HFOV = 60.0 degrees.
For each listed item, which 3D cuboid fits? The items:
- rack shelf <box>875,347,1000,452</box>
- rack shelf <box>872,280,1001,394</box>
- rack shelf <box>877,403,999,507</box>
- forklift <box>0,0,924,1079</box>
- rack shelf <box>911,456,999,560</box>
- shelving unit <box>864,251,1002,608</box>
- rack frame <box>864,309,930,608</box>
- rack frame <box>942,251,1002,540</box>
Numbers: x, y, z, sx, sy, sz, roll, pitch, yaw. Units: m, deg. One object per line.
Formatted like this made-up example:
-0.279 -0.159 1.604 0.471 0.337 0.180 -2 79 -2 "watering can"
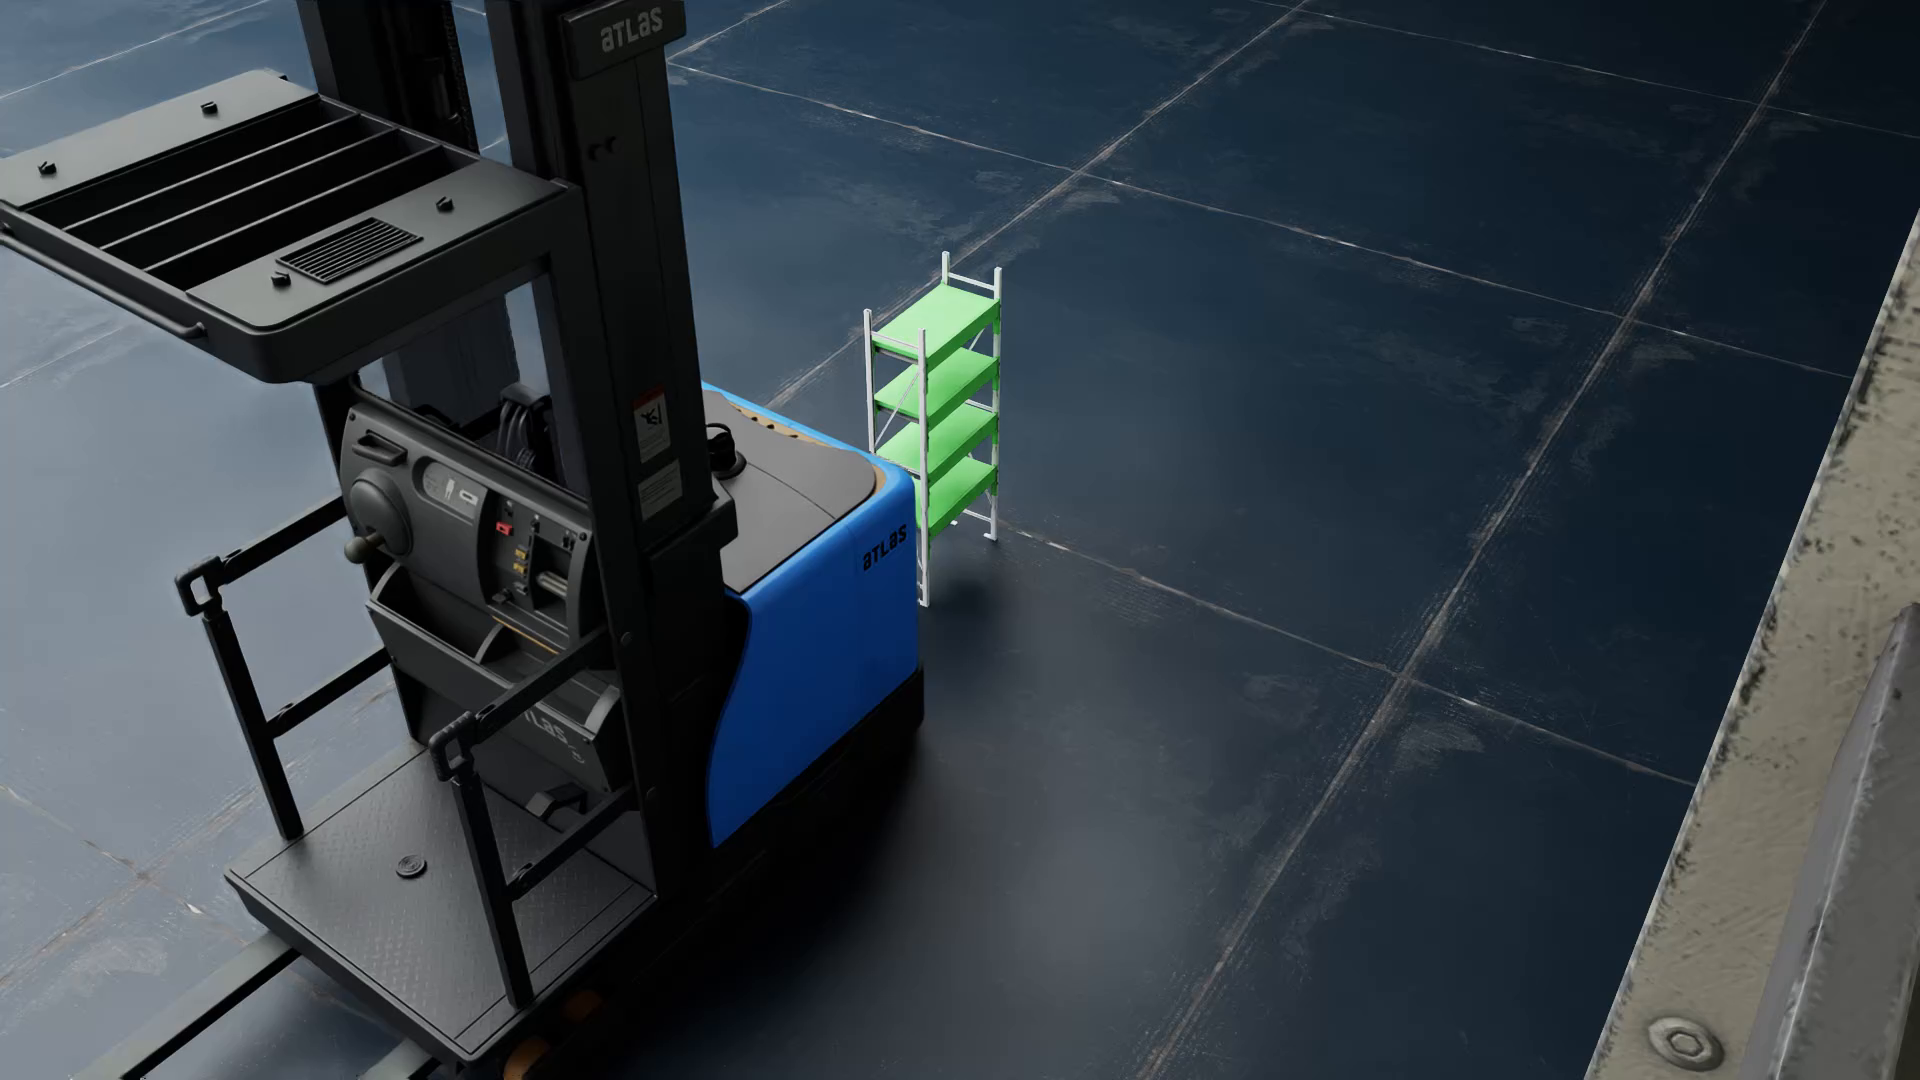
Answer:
-0.089 -0.529 5.993 0.258 0.148 0.480 21 42 25 "rack shelf"
-0.089 -0.719 5.846 0.258 0.148 0.480 21 42 25 "rack shelf"
-0.089 -0.339 6.139 0.258 0.148 0.480 21 42 25 "rack shelf"
-1.402 0.032 4.135 1.130 2.935 3.031 24 44 28 "forklift"
-0.089 -0.149 6.286 0.258 0.148 0.480 21 42 25 "rack shelf"
-0.089 -0.390 6.100 0.258 1.200 0.503 21 42 25 "shelving unit"
-0.219 -0.264 5.937 0.240 1.200 0.015 21 42 25 "rack frame"
0.042 -0.516 6.264 0.240 1.200 0.015 21 42 25 "rack frame"
